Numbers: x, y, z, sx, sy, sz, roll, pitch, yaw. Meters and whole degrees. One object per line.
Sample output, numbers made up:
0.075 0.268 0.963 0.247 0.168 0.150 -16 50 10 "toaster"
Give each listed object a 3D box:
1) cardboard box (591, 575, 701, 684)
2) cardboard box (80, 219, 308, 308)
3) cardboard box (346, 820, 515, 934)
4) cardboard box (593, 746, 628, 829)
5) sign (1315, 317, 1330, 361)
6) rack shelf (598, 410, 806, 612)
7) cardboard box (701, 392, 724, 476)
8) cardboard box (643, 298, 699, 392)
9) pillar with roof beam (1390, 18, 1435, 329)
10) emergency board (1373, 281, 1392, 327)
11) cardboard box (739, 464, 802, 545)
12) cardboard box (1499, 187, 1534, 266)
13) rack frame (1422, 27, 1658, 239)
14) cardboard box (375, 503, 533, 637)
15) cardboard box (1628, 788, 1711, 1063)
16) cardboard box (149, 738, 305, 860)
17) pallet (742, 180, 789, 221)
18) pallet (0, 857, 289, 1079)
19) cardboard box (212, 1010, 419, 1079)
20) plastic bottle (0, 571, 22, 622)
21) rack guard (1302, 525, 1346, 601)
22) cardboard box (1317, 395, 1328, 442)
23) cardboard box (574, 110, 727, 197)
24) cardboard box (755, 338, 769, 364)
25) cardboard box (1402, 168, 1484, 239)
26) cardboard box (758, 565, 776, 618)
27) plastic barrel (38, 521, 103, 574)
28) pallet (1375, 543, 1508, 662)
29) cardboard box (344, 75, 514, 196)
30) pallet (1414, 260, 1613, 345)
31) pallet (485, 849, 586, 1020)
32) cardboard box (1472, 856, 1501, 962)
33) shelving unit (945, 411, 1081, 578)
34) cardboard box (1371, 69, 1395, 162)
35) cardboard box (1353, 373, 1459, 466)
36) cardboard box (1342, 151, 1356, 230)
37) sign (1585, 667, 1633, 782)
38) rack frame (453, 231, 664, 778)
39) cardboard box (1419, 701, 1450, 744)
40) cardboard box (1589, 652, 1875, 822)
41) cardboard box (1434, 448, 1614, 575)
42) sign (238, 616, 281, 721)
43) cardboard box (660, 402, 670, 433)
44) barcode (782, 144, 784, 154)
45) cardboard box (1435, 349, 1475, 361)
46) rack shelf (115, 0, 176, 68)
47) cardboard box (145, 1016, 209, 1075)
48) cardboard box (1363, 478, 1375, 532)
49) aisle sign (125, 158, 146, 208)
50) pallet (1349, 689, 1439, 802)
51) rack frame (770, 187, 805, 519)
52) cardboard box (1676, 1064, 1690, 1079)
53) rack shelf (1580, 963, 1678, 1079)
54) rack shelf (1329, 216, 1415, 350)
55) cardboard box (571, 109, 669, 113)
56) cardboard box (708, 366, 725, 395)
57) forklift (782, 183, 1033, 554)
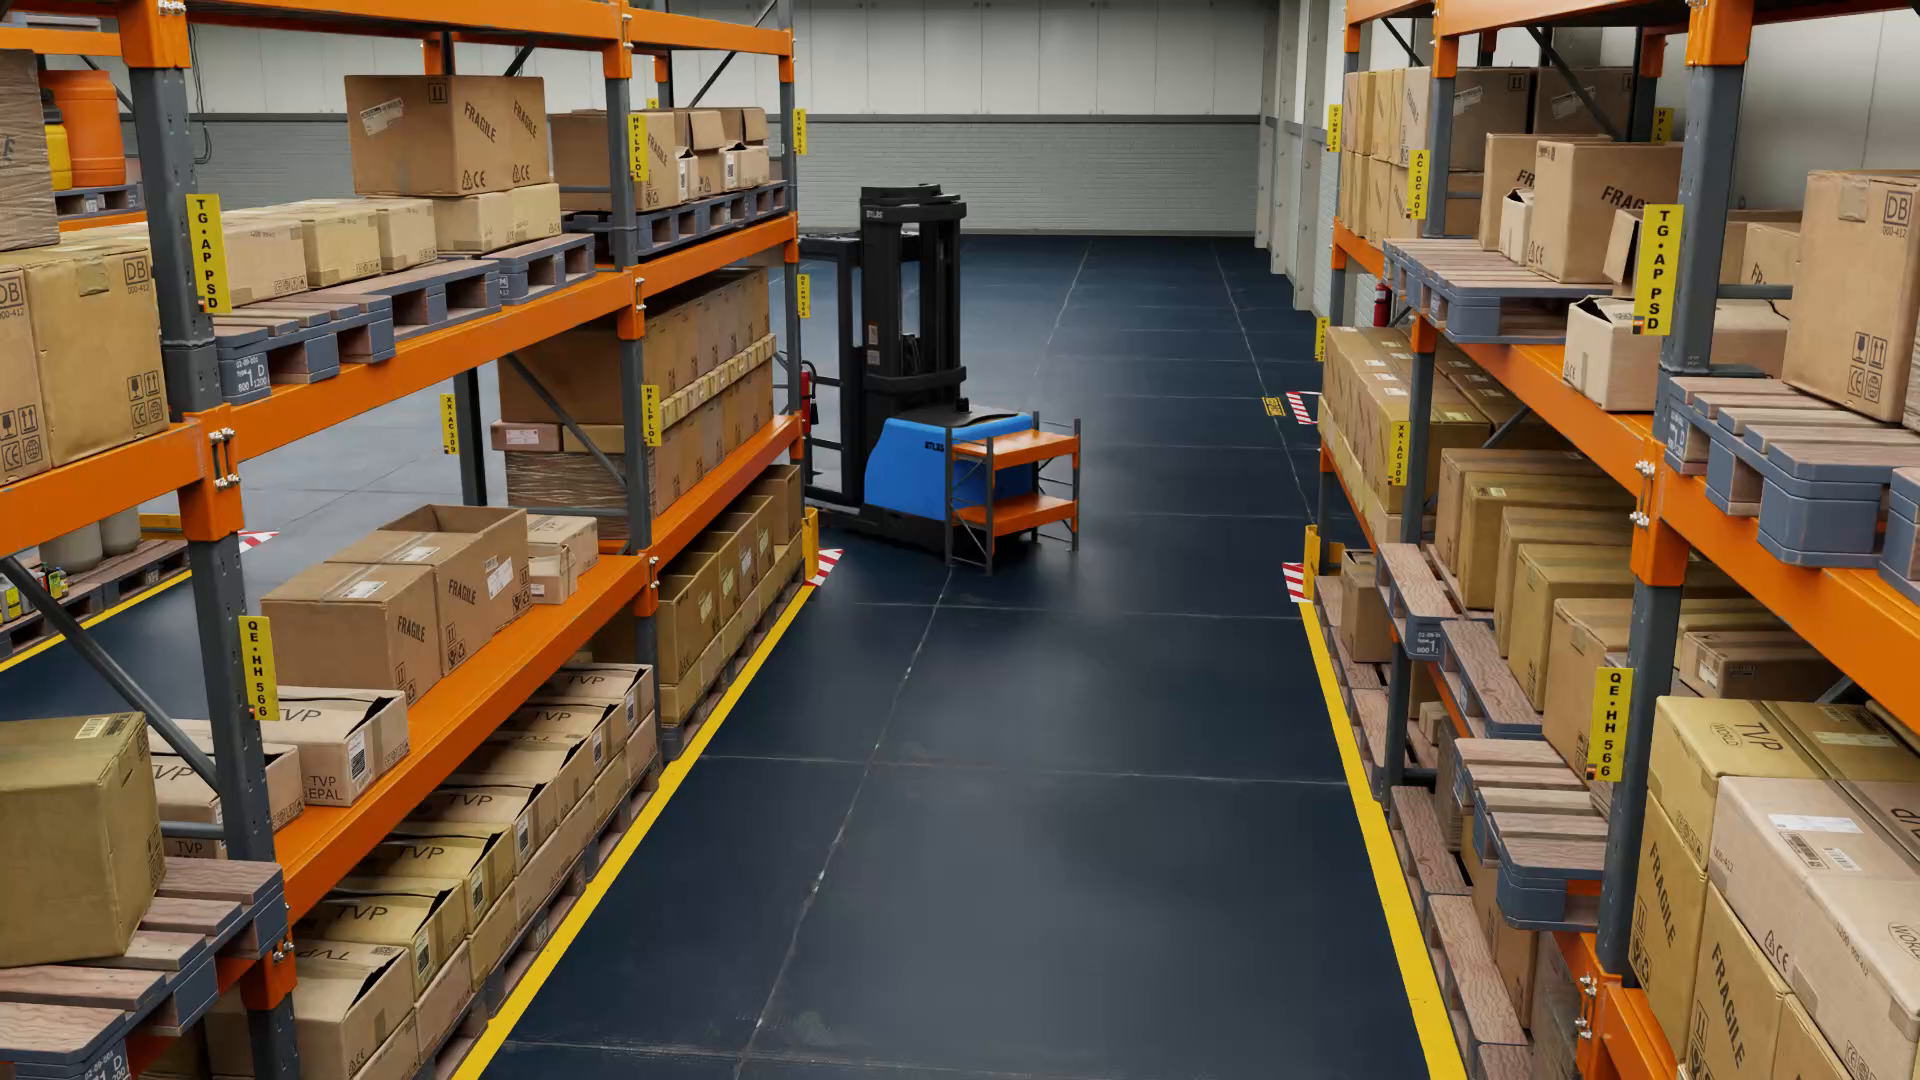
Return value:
-1.807 0.504 9.579 0.500 0.500 0.500 2 15 6 "cardboard box"
-2.586 -0.944 5.645 0.500 0.250 0.500 2 15 8 "cardboard box"
-2.161 1.348 6.820 0.500 0.311 0.500 1 15 5 "cardboard box"
-1.988 1.224 8.352 0.500 0.250 0.500 1 15 5 "cardboard box"
2.664 -1.474 12.209 0.100 0.325 0.005 2 15 6 "sign"
-1.945 -0.319 10.974 1.077 0.370 4.000 2 15 6 "rack shelf"
-1.957 -0.711 10.854 0.700 0.500 0.500 2 15 8 "cardboard box"
-2.014 -1.199 10.171 0.700 0.500 0.500 2 15 6 "cardboard box"
0.383 -5.412 16.938 9.100 9.000 0.400 2 15 6 "pillar with roof beam"
4.977 -3.029 19.618 0.194 1.169 0.643 2 15 6 "emergency board"
-1.484 -0.275 12.458 0.500 0.500 0.500 2 15 6 "cardboard box"
2.541 -1.311 6.885 0.500 0.311 0.500 2 15 8 "cardboard box"
2.752 -2.899 7.643 1.000 3.000 0.127 2 15 6 "rack frame"
-2.333 0.139 7.709 0.500 0.500 0.500 3 15 10 "cardboard box"
1.991 0.952 4.097 0.500 0.500 0.500 2 15 8 "cardboard box"
-2.538 0.840 5.481 0.500 0.311 0.500 3 15 10 "cardboard box"
-1.825 -2.408 11.743 1.003 0.211 1.213 2 15 6 "pallet"
-2.629 1.160 4.493 1.213 0.211 1.003 2 15 6 "pallet"
-2.271 1.887 5.900 0.500 0.250 0.500 2 15 6 "cardboard box"
-6.498 0.367 11.290 0.144 0.351 0.185 2 15 9 "plastic bottle"
3.194 0.186 12.516 1.175 0.500 0.348 2 15 6 "rack guard"
2.832 -0.860 11.846 0.500 0.250 0.500 1 15 5 "cardboard box"
-1.860 -2.339 10.050 0.797 0.503 0.637 3 16 12 "cardboard box"
-1.601 -1.374 12.063 0.380 0.149 0.250 2 15 8 "cardboard box"
2.563 -1.648 8.533 0.500 0.500 0.500 2 15 8 "cardboard box"
-1.586 0.347 11.596 0.500 0.250 0.500 2 15 6 "cardboard box"
-6.696 -0.031 12.491 0.421 0.512 0.421 0 15 0 "plastic barrel"
2.521 0.284 7.734 1.003 0.211 1.213 2 15 6 "pallet"
-2.321 -1.781 7.301 0.500 0.500 0.500 3 15 12 "cardboard box"
2.462 -0.934 6.483 1.213 0.211 1.003 2 15 6 "pallet"
-2.350 1.708 7.442 1.003 0.211 1.213 2 15 6 "pallet"
2.579 1.449 7.001 0.700 0.500 0.500 2 15 7 "cardboard box"
0.431 -0.390 13.446 1.048 1.125 0.538 -15 21 -43 "shelving unit"
2.639 -2.408 9.427 0.500 0.500 0.500 1 15 4 "cardboard box"
2.616 -0.694 9.793 0.500 0.500 0.500 1 15 5 "cardboard box"
2.821 -2.329 11.051 0.500 0.500 0.500 3 15 10 "cardboard box"
1.760 0.500 4.499 0.100 0.325 0.005 2 15 6 "sign"
-2.171 -0.148 8.962 1.000 3.000 0.127 2 15 6 "rack frame"
2.782 1.013 9.255 0.380 0.166 0.250 0 15 -1 "cardboard box"
2.343 0.652 4.971 0.700 0.500 0.500 0 15 0 "cardboard box"
2.660 -0.132 7.871 0.700 0.500 0.500 2 15 6 "cardboard box"
-2.082 0.382 4.935 0.100 0.325 0.005 2 15 6 "sign"
-1.892 -0.705 9.590 0.380 0.149 0.250 1 15 5 "cardboard box"
-1.274 -2.821 11.989 0.001 0.075 0.075 2 15 6 "barcode"
3.240 -0.947 10.728 0.500 0.500 0.500 1 15 5 "cardboard box"
-2.848 -0.947 2.570 1.077 0.370 4.000 2 15 6 "rack shelf"
-2.808 1.600 5.886 0.500 0.311 0.500 2 15 8 "cardboard box"
2.568 -0.201 9.407 0.500 0.250 0.500 2 15 7 "cardboard box"
-6.337 -2.597 13.039 0.394 0.787 0.004 2 15 6 "aisle sign"
2.792 1.168 9.438 1.003 0.211 1.213 2 15 6 "pallet"
-1.719 -1.185 12.799 1.000 3.000 0.127 2 15 6 "rack frame"
1.882 1.356 3.843 0.380 0.149 0.250 2 15 8 "cardboard box"
2.075 1.901 2.765 1.077 0.370 4.000 2 15 6 "rack shelf"
2.977 -1.622 10.047 1.077 0.370 4.000 2 15 6 "rack shelf"
-2.178 -2.529 10.758 0.500 0.500 0.500 2 15 6 "cardboard box"
-1.746 -1.040 10.826 0.380 0.149 0.250 1 15 5 "cardboard box"
-0.794 -1.609 14.496 3.031 2.935 1.130 14 20 41 "forklift"
